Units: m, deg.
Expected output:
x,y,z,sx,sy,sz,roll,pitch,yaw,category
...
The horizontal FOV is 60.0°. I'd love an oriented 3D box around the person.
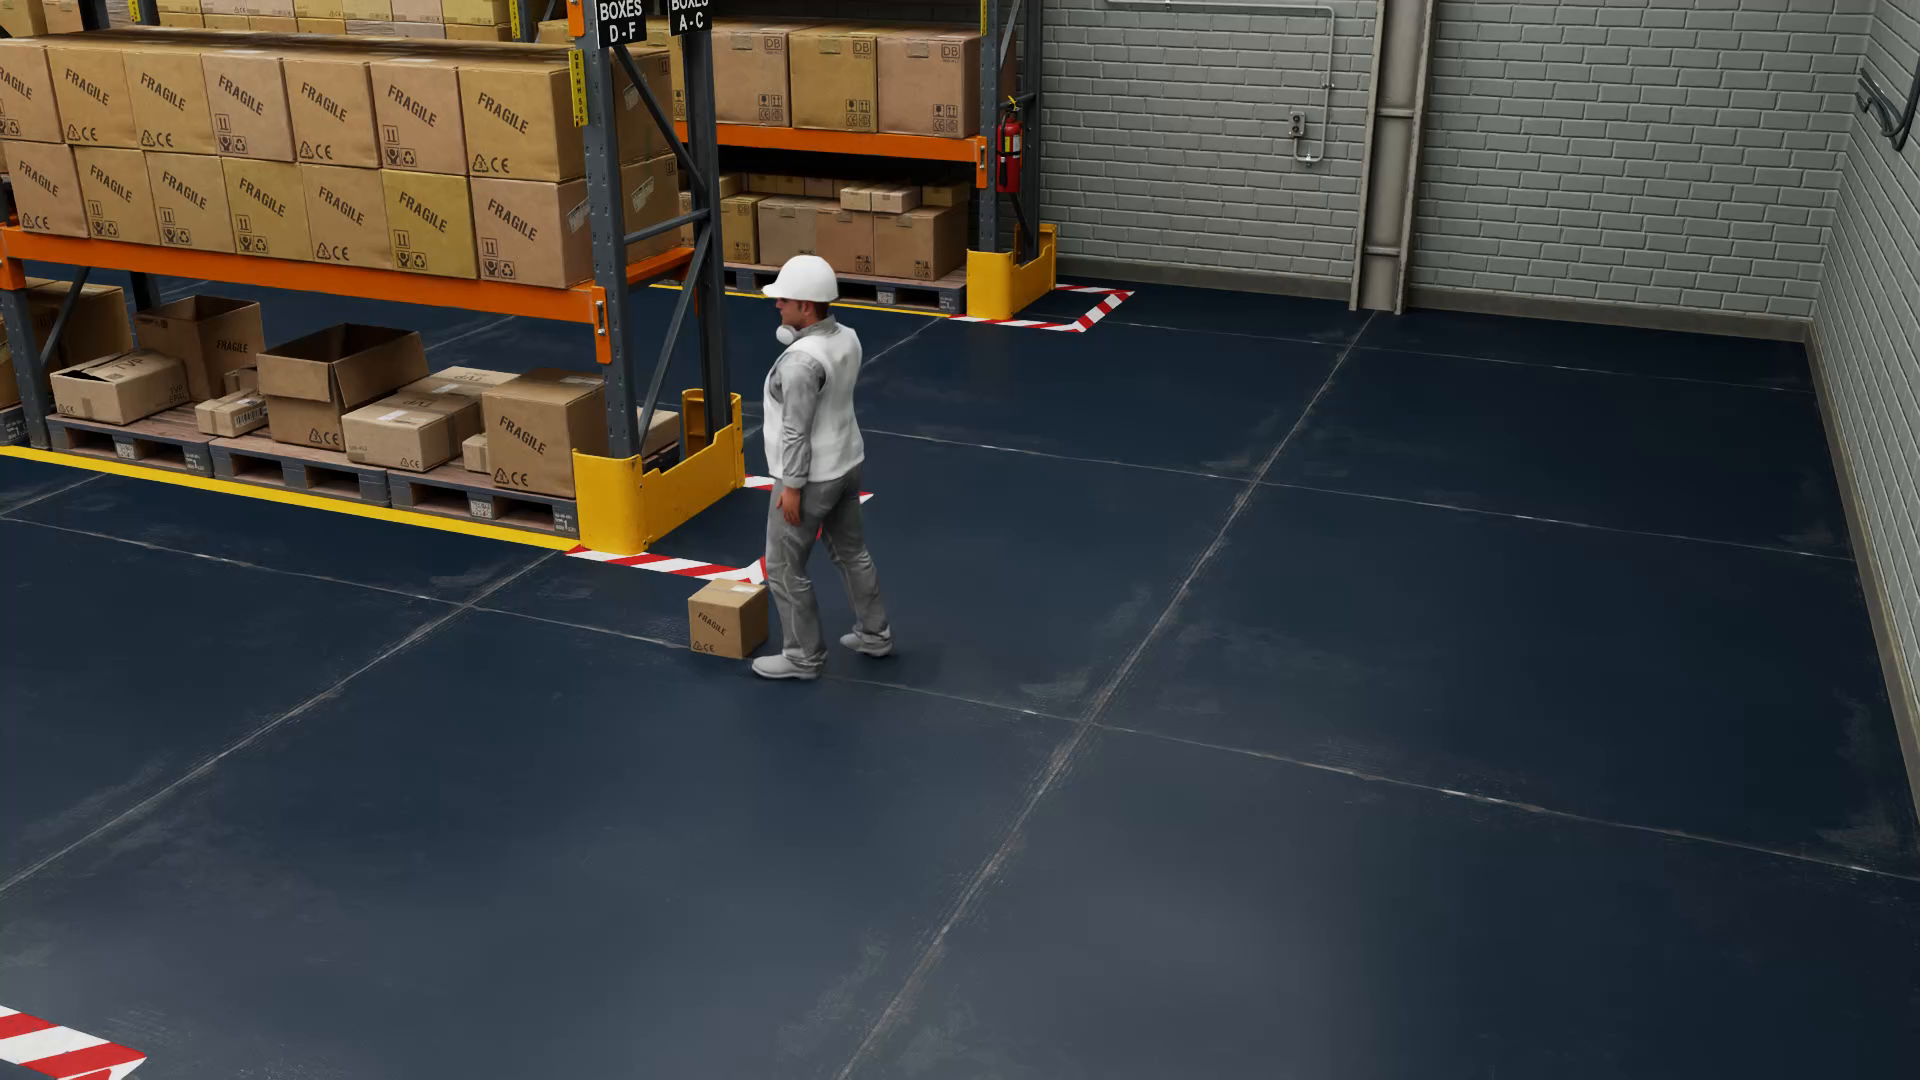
x,y,z,sx,sy,sz,roll,pitch,yaw,category
-0.580,-0.277,6.782,0.498,1.792,0.572,9,24,20,person
